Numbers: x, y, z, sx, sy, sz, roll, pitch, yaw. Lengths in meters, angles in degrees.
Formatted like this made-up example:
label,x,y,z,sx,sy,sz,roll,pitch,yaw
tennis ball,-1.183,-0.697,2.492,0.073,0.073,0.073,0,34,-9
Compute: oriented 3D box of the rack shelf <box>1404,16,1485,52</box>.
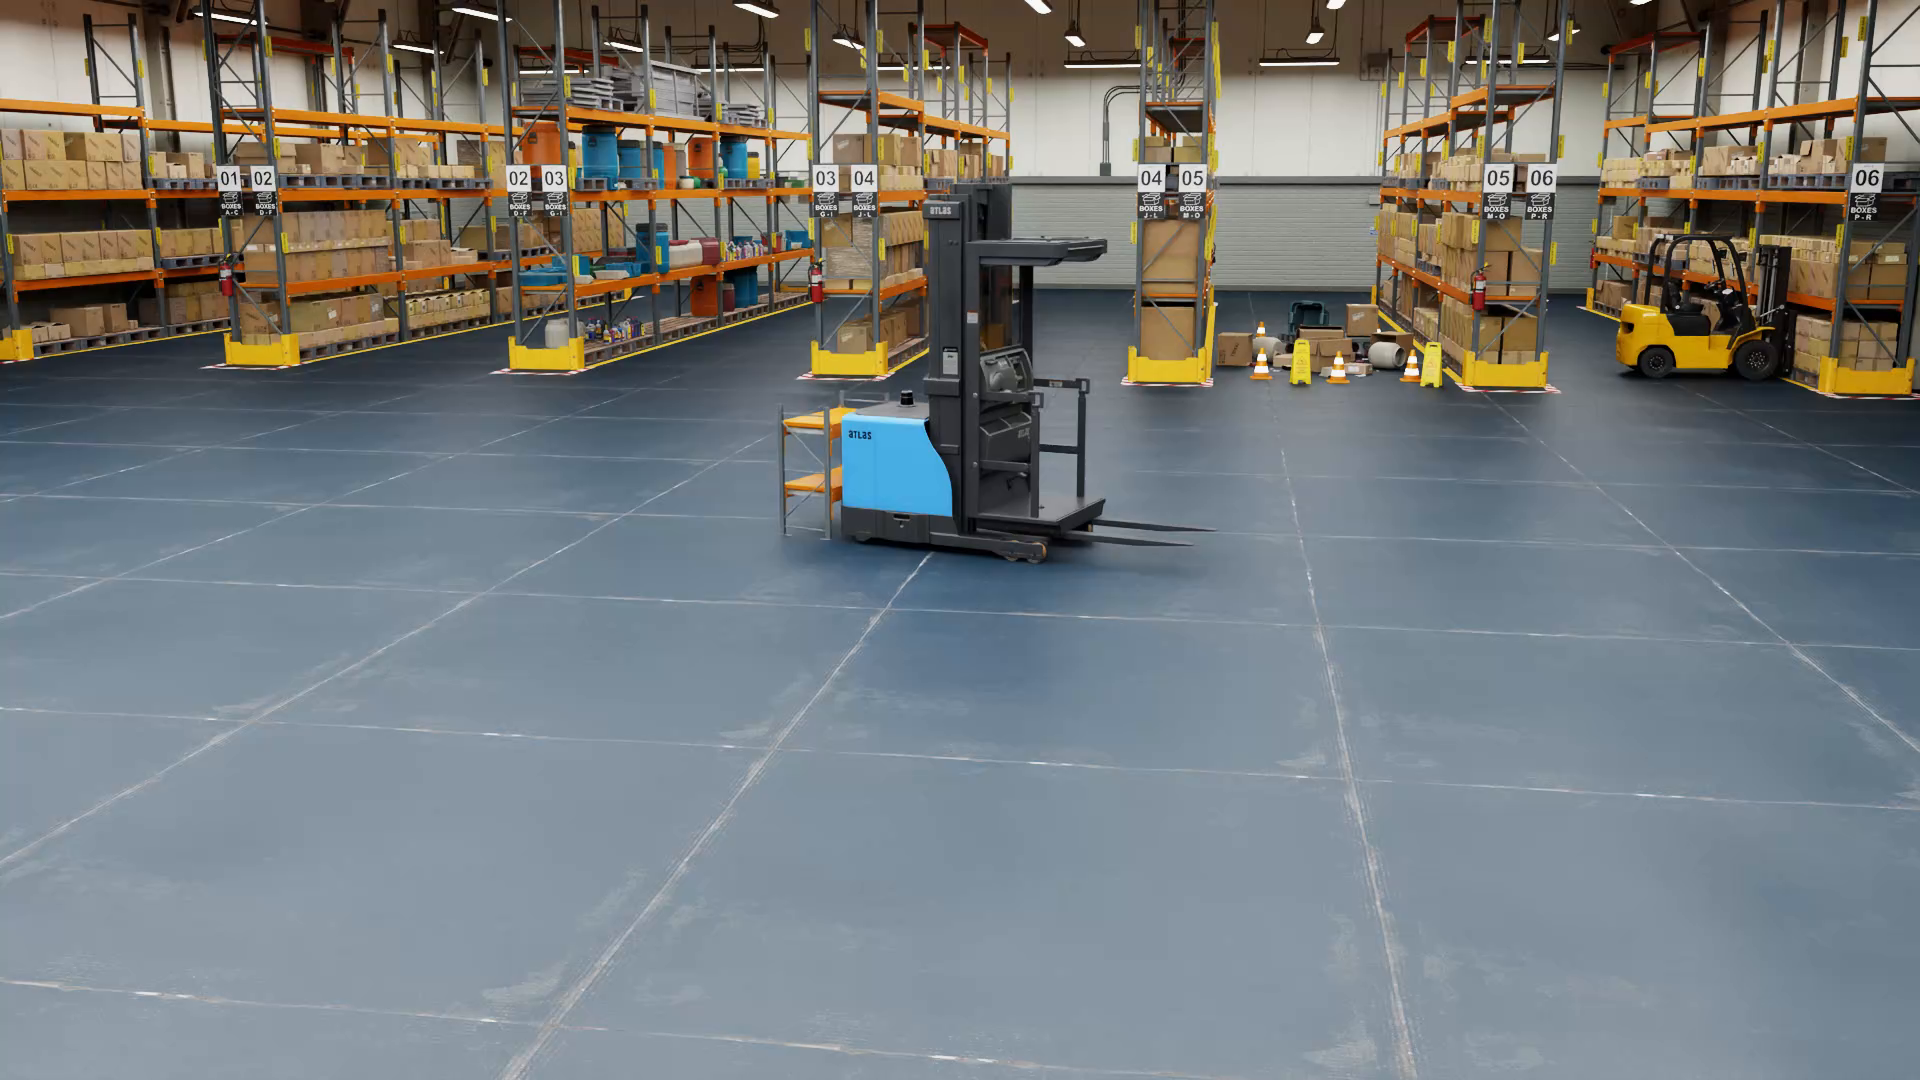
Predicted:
label,x,y,z,sx,sy,sz,roll,pitch,yaw
rack shelf,9.585,-10.035,33.016,1.077,0.370,4.000,2,12,9

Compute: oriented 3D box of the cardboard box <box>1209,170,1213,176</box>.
label,x,y,z,sx,sy,sz,roll,pitch,yaw
cardboard box,4.506,-7.002,31.221,0.500,0.311,0.500,2,12,9

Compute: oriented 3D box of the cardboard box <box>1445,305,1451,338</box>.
label,x,y,z,sx,sy,sz,roll,pitch,yaw
cardboard box,8.234,-3.582,27.245,0.500,0.500,0.500,2,12,11

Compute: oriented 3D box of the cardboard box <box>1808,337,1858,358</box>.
label,x,y,z,sx,sy,sz,roll,pitch,yaw
cardboard box,12.718,-2.805,24.230,0.500,0.250,0.500,2,12,8

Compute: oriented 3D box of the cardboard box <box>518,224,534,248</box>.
label,x,y,z,sx,sy,sz,roll,pitch,yaw
cardboard box,-9.898,-6.773,37.067,0.700,0.500,0.500,-1,12,-6

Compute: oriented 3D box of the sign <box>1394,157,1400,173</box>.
label,x,y,z,sx,sy,sz,roll,pitch,yaw
sign,9.344,-8.021,35.557,0.100,0.325,0.005,2,12,9

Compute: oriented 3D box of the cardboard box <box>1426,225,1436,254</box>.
label,x,y,z,sx,sy,sz,roll,pitch,yaw
cardboard box,8.831,-5.507,30.486,0.500,0.500,0.500,2,12,10

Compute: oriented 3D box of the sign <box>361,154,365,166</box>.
label,x,y,z,sx,sy,sz,roll,pitch,yaw
sign,-14.045,-8.906,39.103,0.100,0.325,0.005,2,12,9

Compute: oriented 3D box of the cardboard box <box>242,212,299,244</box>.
label,x,y,z,sx,sy,sz,roll,pitch,yaw
cardboard box,-11.440,-5.181,27.599,0.700,0.500,0.500,2,12,9

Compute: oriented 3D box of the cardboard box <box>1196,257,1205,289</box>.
label,x,y,z,sx,sy,sz,roll,pitch,yaw
cardboard box,3.426,-4.267,26.316,0.875,0.550,0.550,2,12,9

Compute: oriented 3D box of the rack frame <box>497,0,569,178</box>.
label,x,y,z,sx,sy,sz,roll,pitch,yaw
rack frame,-6.639,-7.162,25.866,1.000,3.000,0.127,2,12,9

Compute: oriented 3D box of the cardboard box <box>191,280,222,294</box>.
label,x,y,z,sx,sy,sz,roll,pitch,yaw
cardboard box,-15.481,-5.200,34.111,0.500,0.250,0.500,2,12,8

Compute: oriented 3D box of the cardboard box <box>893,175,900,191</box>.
label,x,y,z,sx,sy,sz,roll,pitch,yaw
cardboard box,-1.262,-5.764,26.856,0.500,0.250,0.500,2,12,8

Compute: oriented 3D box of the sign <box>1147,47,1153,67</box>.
label,x,y,z,sx,sy,sz,roll,pitch,yaw
sign,3.217,-8.163,28.105,0.100,0.325,0.005,2,12,9

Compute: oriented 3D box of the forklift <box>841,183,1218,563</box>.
label,x,y,z,sx,sy,sz,roll,pitch,yaw
forklift,0.562,-1.376,13.423,3.031,2.935,1.130,6,13,25

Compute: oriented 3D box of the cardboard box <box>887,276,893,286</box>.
label,x,y,z,sx,sy,sz,roll,pitch,yaw
cardboard box,-1.292,-4.205,26.982,0.380,0.149,0.250,2,12,9

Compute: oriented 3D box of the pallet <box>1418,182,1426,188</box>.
label,x,y,z,sx,sy,sz,roll,pitch,yaw
pallet,9.800,-7.426,34.665,0.805,0.209,1.217,1,12,6

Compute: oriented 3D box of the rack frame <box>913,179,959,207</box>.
label,x,y,z,sx,sy,sz,roll,pitch,yaw
rack frame,-0.515,-5.734,33.480,1.000,3.000,0.127,2,12,9

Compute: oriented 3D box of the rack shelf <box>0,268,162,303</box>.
label,x,y,z,sx,sy,sz,roll,pitch,yaw
rack shelf,-16.121,-4.615,29.995,1.077,0.370,4.000,2,12,9

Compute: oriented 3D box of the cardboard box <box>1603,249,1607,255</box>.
label,x,y,z,sx,sy,sz,roll,pitch,yaw
cardboard box,15.098,-6.681,38.473,0.380,0.149,0.250,2,12,10

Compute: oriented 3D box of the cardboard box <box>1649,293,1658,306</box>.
label,x,y,z,sx,sy,sz,roll,pitch,yaw
cardboard box,14.348,-4.761,33.900,0.500,0.500,0.500,2,12,7

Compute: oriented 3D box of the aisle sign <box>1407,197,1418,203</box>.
label,x,y,z,sx,sy,sz,roll,pitch,yaw
aisle sign,10.825,-8.354,39.467,0.394,0.787,0.004,2,12,9

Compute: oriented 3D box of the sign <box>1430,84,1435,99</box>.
label,x,y,z,sx,sy,sz,roll,pitch,yaw
sign,11.042,-10.486,38.884,0.100,0.325,0.005,2,12,9

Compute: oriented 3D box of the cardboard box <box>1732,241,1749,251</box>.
label,x,y,z,sx,sy,sz,roll,pitch,yaw
cardboard box,13.421,-5.027,28.423,0.380,0.149,0.250,1,12,7

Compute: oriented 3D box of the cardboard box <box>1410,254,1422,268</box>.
label,x,y,z,sx,sy,sz,roll,pitch,yaw
cardboard box,9.099,-5.453,32.534,0.500,0.250,0.500,1,12,7

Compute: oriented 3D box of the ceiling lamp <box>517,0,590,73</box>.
label,x,y,z,sx,sy,sz,roll,pitch,yaw
ceiling lamp,-11.059,-14.144,44.408,2.000,3.185,0.800,2,12,9

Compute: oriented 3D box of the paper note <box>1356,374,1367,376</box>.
label,x,y,z,sx,sy,sz,roll,pitch,yaw
paper note,6.225,-2.558,25.788,0.148,0.019,0.142,-2,12,-11

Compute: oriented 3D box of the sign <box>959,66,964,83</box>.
label,x,y,z,sx,sy,sz,roll,pitch,yaw
sign,0.023,-9.147,32.670,0.100,0.325,0.005,2,12,9

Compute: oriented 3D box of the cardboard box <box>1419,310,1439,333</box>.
label,x,y,z,sx,sy,sz,roll,pitch,yaw
cardboard box,9.075,-4.063,30.965,0.950,0.372,0.625,2,12,8

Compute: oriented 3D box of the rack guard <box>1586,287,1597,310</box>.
label,x,y,z,sx,sy,sz,roll,pitch,yaw
rack guard,15.401,-5.681,39.165,1.175,0.500,0.348,2,12,9

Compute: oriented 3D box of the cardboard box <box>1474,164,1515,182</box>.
label,x,y,z,sx,sy,sz,roll,pitch,yaw
cardboard box,7.859,-5.401,24.466,0.500,0.250,0.500,2,12,8

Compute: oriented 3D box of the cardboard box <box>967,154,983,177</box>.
label,x,y,z,sx,sy,sz,roll,pitch,yaw
cardboard box,0.161,-8.501,37.728,0.700,0.500,0.500,1,12,5

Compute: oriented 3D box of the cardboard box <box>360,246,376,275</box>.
label,x,y,z,sx,sy,sz,roll,pitch,yaw
cardboard box,-11.055,-5.069,30.159,0.700,0.500,0.500,2,12,8

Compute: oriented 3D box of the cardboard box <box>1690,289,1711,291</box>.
label,x,y,z,sx,sy,sz,roll,pitch,yaw
cardboard box,14.717,-4.923,33.113,0.380,0.149,0.250,2,12,9

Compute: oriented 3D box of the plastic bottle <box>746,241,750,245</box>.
label,x,y,z,sx,sy,sz,roll,pitch,yaw
plastic bottle,-4.754,-6.506,37.179,0.144,0.351,0.185,2,12,9

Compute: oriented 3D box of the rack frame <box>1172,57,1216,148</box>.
label,x,y,z,sx,sy,sz,roll,pitch,yaw
rack frame,5.601,-10.150,39.733,1.000,3.000,0.127,2,12,9

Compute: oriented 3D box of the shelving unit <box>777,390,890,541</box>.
label,x,y,z,sx,sy,sz,roll,pitch,yaw
shelving unit,-1.076,-0.666,14.413,0.538,1.125,1.048,6,14,26

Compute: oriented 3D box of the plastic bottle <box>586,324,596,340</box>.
label,x,y,z,sx,sy,sz,roll,pitch,yaw
plastic bottle,-6.502,-3.664,29.294,0.152,0.276,0.135,2,12,9

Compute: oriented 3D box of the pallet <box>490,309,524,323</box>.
label,x,y,z,sx,sy,sz,roll,pitch,yaw
pallet,-10.150,-4.847,35.983,1.003,0.211,1.213,2,12,9

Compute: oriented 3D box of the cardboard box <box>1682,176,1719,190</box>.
label,x,y,z,sx,sy,sz,roll,pitch,yaw
cardboard box,14.022,-6.761,31.480,0.500,0.250,0.500,1,12,7

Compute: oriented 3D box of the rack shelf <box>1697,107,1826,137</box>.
label,x,y,z,sx,sy,sz,roll,pitch,yaw
rack shelf,13.875,-7.222,28.802,1.077,0.370,4.000,2,12,9

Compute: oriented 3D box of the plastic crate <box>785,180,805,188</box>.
label,x,y,z,sx,sy,sz,roll,pitch,yaw
plastic crate,-4.048,-8.708,40.663,0.450,0.188,0.336,2,12,9

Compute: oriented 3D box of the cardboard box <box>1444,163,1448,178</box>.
label,x,y,z,sx,sy,sz,roll,pitch,yaw
cardboard box,8.692,-6.410,28.856,0.500,0.250,0.500,2,12,9

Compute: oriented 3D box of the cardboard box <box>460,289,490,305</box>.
label,x,y,z,sx,sy,sz,roll,pitch,yaw
cardboard box,-10.140,-5.074,34.617,0.500,0.311,0.500,2,12,10

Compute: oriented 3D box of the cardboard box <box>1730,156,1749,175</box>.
label,x,y,z,sx,sy,sz,roll,pitch,yaw
cardboard box,13.556,-6.416,28.500,0.500,0.311,0.500,1,12,7

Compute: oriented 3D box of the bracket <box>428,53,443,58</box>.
label,x,y,z,sx,sy,sz,roll,pitch,yaw
bracket,-14.120,-13.065,44.715,0.235,0.232,0.430,2,12,9

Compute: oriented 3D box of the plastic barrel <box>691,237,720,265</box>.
label,x,y,z,sx,sy,sz,roll,pitch,yaw
plastic barrel,-5.181,-5.855,33.717,0.600,0.536,0.708,2,12,9
